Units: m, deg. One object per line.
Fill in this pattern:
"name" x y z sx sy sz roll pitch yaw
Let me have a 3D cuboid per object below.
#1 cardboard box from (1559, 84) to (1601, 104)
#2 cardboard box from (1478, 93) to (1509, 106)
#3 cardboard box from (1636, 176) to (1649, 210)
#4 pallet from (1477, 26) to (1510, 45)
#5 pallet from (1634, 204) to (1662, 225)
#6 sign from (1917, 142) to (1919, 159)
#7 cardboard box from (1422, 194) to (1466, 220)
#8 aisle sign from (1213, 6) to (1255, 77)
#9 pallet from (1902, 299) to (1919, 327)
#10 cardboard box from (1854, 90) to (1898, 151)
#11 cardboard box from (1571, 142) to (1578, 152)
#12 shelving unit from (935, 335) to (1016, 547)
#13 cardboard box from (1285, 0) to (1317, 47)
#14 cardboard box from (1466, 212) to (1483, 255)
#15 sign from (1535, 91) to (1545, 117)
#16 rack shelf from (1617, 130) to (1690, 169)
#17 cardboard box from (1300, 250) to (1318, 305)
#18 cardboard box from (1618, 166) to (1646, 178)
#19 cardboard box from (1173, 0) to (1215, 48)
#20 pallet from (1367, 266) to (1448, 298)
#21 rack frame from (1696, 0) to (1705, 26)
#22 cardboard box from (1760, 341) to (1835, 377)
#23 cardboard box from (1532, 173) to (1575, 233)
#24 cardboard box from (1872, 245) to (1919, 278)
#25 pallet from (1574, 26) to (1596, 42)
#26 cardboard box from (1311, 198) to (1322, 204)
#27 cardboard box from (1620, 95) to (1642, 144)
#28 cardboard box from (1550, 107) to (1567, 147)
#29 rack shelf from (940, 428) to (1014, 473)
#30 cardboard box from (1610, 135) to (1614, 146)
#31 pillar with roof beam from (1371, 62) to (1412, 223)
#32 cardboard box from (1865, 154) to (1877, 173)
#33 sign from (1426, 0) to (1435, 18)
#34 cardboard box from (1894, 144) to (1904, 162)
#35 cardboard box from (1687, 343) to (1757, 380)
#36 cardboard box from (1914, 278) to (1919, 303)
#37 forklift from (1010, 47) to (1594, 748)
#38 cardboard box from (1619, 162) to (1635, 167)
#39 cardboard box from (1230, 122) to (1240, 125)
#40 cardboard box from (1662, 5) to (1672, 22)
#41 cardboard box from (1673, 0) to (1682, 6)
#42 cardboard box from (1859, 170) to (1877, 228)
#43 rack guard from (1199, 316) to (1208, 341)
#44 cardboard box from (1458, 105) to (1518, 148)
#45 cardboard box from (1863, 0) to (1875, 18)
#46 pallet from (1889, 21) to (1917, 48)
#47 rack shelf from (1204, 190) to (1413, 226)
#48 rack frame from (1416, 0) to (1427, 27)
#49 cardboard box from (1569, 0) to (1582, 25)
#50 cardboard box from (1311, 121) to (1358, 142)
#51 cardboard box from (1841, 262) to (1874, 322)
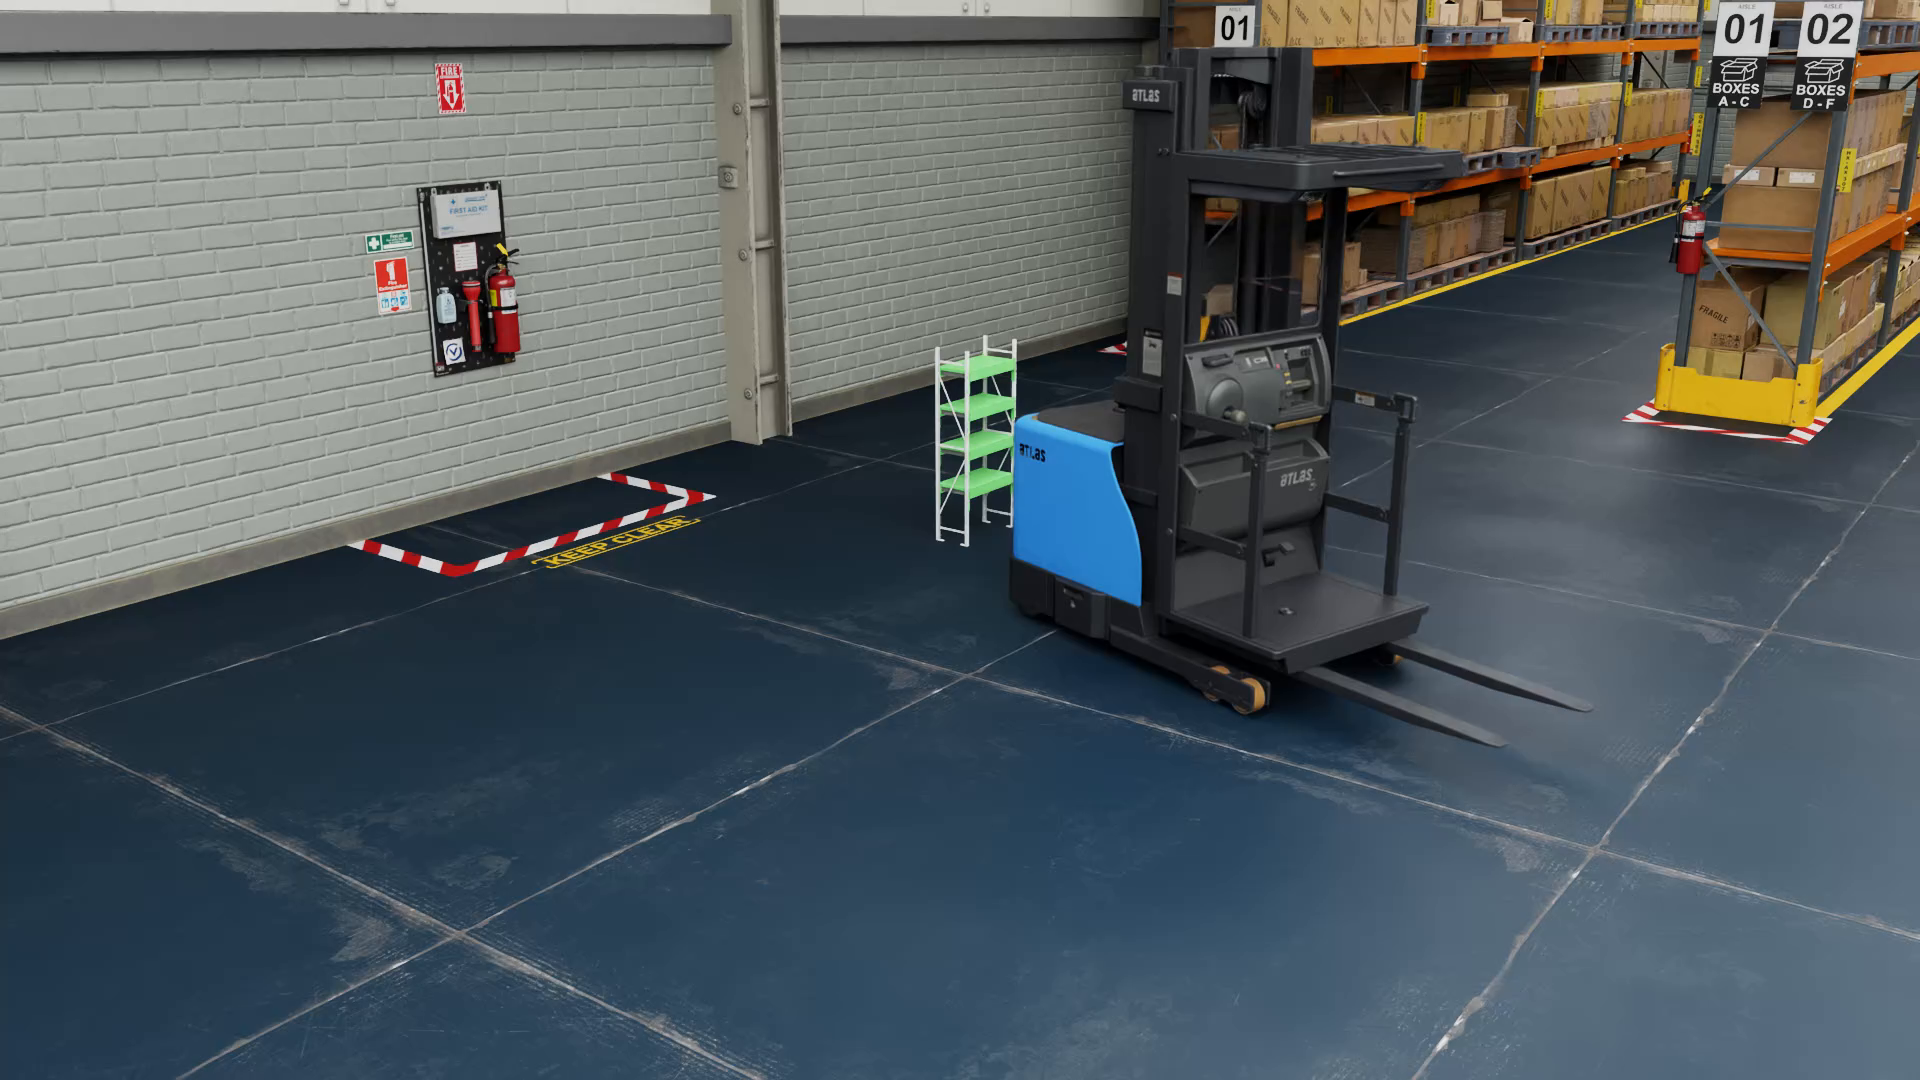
"cardboard box" 8.781 -6.353 23.674 0.500 0.250 0.500 13 21 36
"cardboard box" 6.905 -5.721 21.603 0.380 0.149 0.250 9 20 28
"cardboard box" 10.608 -5.601 26.728 0.700 0.500 0.500 13 21 36
"pallet" 5.772 -6.006 19.786 1.213 0.211 1.003 12 21 35
"pallet" 10.712 -5.321 27.021 1.003 0.211 1.213 12 21 35
"sign" 9.131 -3.767 15.722 0.100 0.325 0.005 12 21 35
"cardboard box" 6.007 -4.186 20.875 0.500 0.250 0.500 12 21 34
"aisle sign" 2.518 -4.506 15.314 0.394 0.787 0.004 12 21 35
"pallet" 9.818 -2.556 18.118 1.003 0.211 1.213 12 21 35
"cardboard box" 8.125 -3.853 15.238 0.700 0.500 0.500 12 21 35
"cardboard box" 8.536 -5.596 23.596 0.380 0.149 0.250 13 22 36
"shelving unit" 0.099 -0.612 10.193 0.258 1.200 0.503 12 21 35
"cardboard box" 3.069 -4.982 15.968 0.500 0.500 0.500 14 22 38
"cardboard box" 6.299 -3.974 21.456 0.700 0.500 0.500 12 21 35
"sign" 7.528 -5.662 21.600 0.100 0.325 0.005 12 21 35
"rack shelf" 10.662 -6.326 26.770 1.077 0.370 4.000 12 21 35
"cardboard box" 3.622 -2.802 17.682 0.700 0.500 0.500 11 20 31
"cardboard box" 10.659 -5.843 26.416 0.380 0.149 0.250 12 21 33
"cardboard box" 2.365 -4.969 15.927 0.500 0.500 0.500 14 22 39
"pallet" 5.166 -3.142 20.005 1.003 0.211 1.213 12 21 35
"rack frame" 11.853 -10.011 27.307 1.000 3.000 0.127 12 21 35
"cardboard box" 7.094 -1.556 14.125 0.500 0.250 0.500 12 21 35
"cardboard box" 8.157 -4.774 23.475 0.750 0.750 0.750 12 21 34
"cardboard box" 10.045 -2.989 17.795 0.500 0.311 0.500 13 22 36
"pallet" 8.092 -7.012 23.028 1.003 0.211 1.213 14 22 37
"cardboard box" 3.472 -3.580 16.932 0.500 0.250 0.500 12 21 34
"cardboard box" 9.806 -6.463 25.491 0.980 0.700 0.700 13 21 36
"cardboard box" 7.901 -5.633 22.622 0.500 0.500 0.500 13 22 36
"rack shelf" 0.099 -0.551 10.212 0.258 0.148 0.480 12 21 35
"cardboard box" 9.496 -5.952 24.743 0.380 0.149 0.250 13 21 35
"pillar with roof beam" 9.075 -7.188 18.217 9.100 9.000 0.400 12 21 35
"cardboard box" 7.780 -3.302 14.557 0.380 0.149 0.250 13 22 36
"sign" 5.144 -5.873 18.169 0.100 0.325 0.005 12 21 35
"cardboard box" 8.694 -3.668 15.736 0.380 0.149 0.250 12 21 35
"cardboard box" 6.383 -1.528 14.034 0.500 0.250 0.500 12 21 35
"cardboard box" 10.039 -2.719 17.871 0.500 0.250 0.500 13 21 36
"forklift" 1.555 -0.761 7.754 1.130 2.935 3.031 -13 21 -35
"cardboard box" 10.829 -6.102 27.249 0.380 0.149 0.250 13 21 35
"cardboard box" 3.043 -4.023 17.095 0.500 0.500 0.500 12 21 33
"cardboard box" 10.708 -8.163 25.790 0.500 0.250 0.500 12 21 33
"cardboard box" 11.025 -8.648 26.087 0.500 0.500 0.500 11 21 32
"cardboard box" 7.814 -3.109 15.028 0.700 0.500 0.500 13 21 35
"rack guard" 2.365 -2.159 16.354 1.175 0.500 0.348 12 21 35
"cardboard box" 6.815 -5.385 21.615 0.700 0.500 0.500 10 20 28
"cardboard box" 7.143 -4.290 13.421 0.380 0.149 0.250 12 21 35
"pallet" 7.469 -4.306 14.145 1.003 0.211 1.213 12 21 35
"rack shelf" 3.512 -3.468 17.566 1.077 0.370 4.000 12 21 35
"rack frame" 4.703 -7.153 18.103 1.000 3.000 0.127 12 21 35
"cardboard box" 8.228 -7.441 23.180 0.700 0.500 0.500 12 21 35
"cardboard box" 3.759 -4.055 17.197 0.500 0.500 0.500 13 22 36
"cardboard box" 7.981 -2.273 15.169 0.500 0.500 0.500 12 21 35
